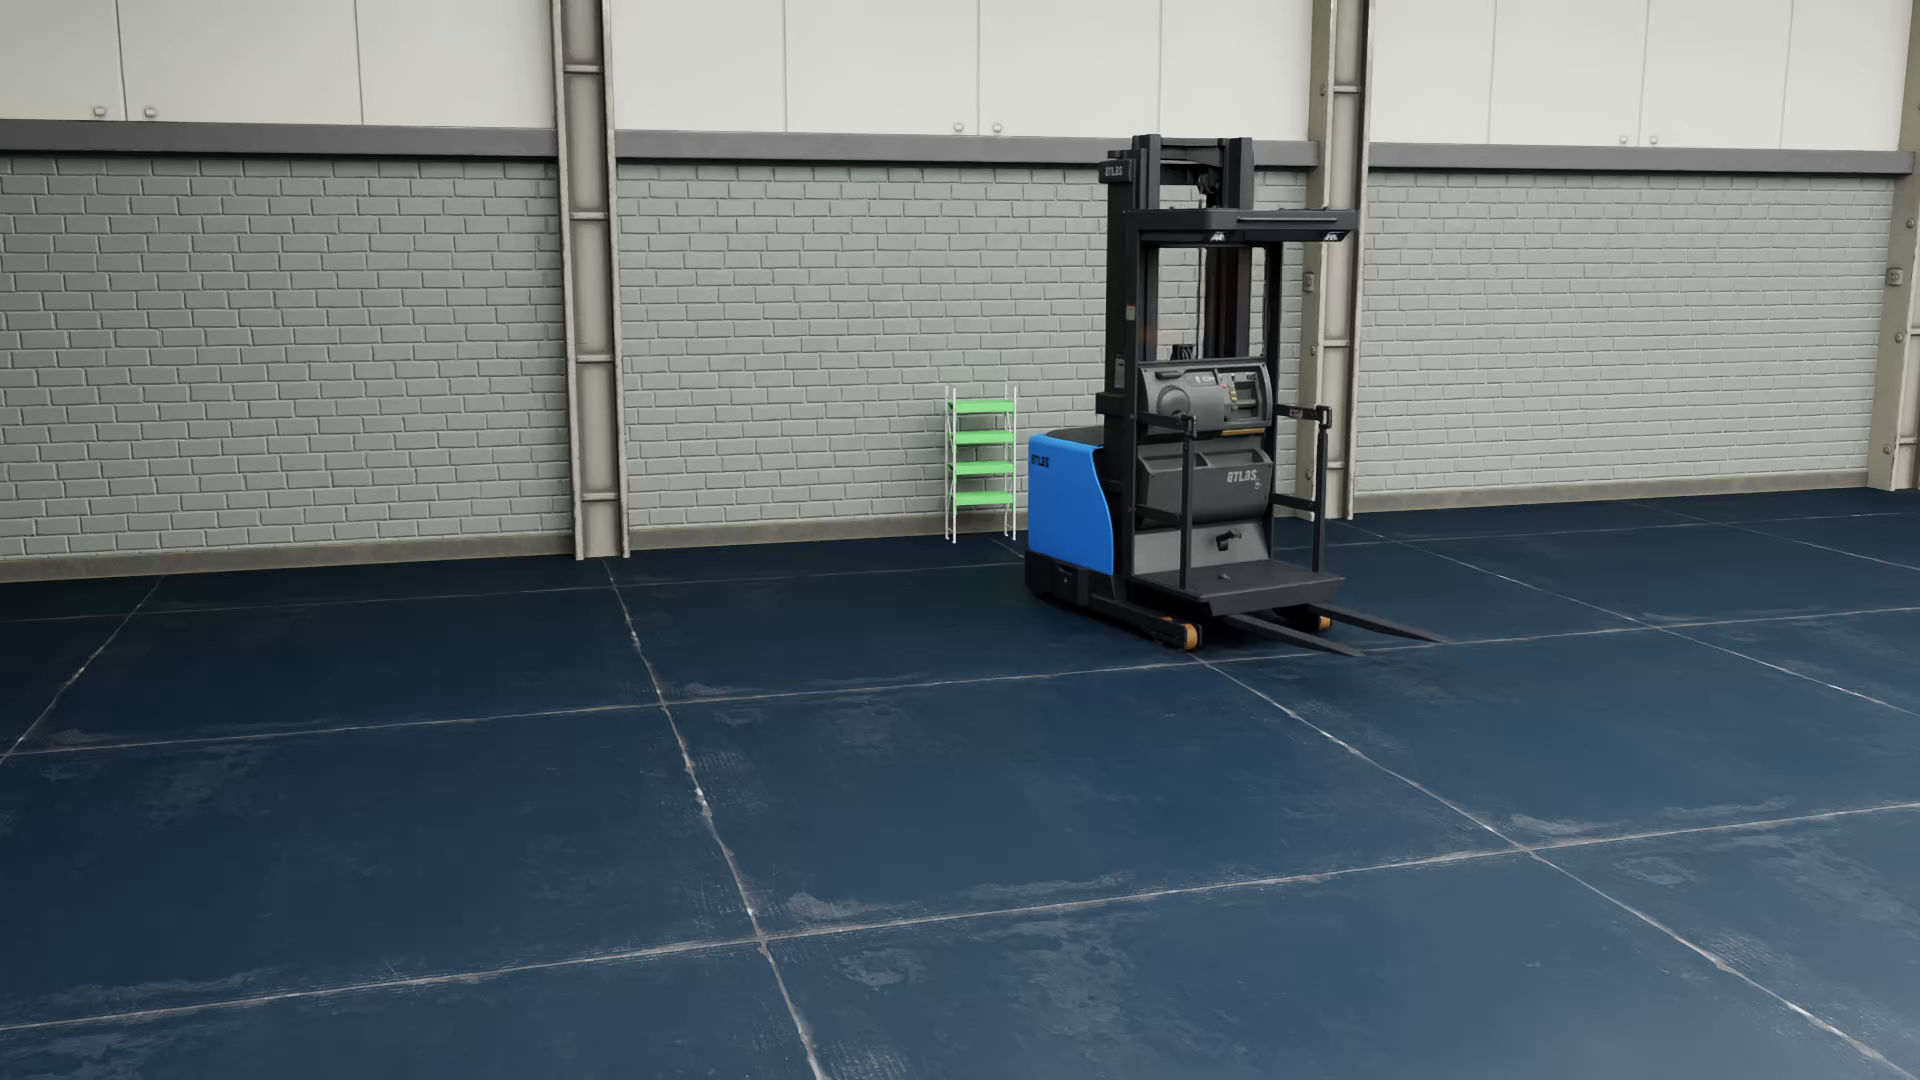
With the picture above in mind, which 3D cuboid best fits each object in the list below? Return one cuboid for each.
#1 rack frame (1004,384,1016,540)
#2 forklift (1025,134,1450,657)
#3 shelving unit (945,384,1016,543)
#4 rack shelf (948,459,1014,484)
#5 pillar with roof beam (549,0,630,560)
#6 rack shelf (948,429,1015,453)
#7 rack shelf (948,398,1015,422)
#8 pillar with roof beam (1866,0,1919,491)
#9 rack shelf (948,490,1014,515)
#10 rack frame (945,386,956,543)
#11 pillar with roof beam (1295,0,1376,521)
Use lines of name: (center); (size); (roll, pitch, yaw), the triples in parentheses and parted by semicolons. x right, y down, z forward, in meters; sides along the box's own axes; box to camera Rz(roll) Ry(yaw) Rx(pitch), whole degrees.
rack frame: (0.393, -0.611, 13.050); (0.015, 1.200, 0.240); (-3, 11, -16)
forklift: (1.591, -0.893, 9.802); (1.130, 2.935, 3.031); (-6, 12, -29)
shelving unit: (0.159, -0.598, 12.983); (0.503, 1.200, 0.258); (-3, 11, -16)
rack shelf: (0.159, -0.536, 12.995); (0.480, 0.148, 0.258); (-3, 11, -16)
pillar with roof beam: (-1.479, -3.566, 7.561); (0.400, 9.000, 9.100); (-3, 11, -16)
rack shelf: (0.159, -0.772, 12.952); (0.480, 0.148, 0.258); (-3, 11, -16)
rack shelf: (0.159, -1.008, 12.908); (0.480, 0.148, 0.258); (-3, 11, -16)
pillar with roof beam: (10.043, -4.173, 10.860); (0.400, 9.000, 9.100); (-3, 11, -16)
rack shelf: (0.159, -0.300, 13.038); (0.480, 0.148, 0.258); (-3, 11, -16)
rack frame: (-0.075, -0.586, 12.916); (0.015, 1.200, 0.240); (-3, 11, -16)
pillar with roof beam: (4.282, -3.869, 9.210); (0.400, 9.000, 9.100); (-3, 11, -16)
